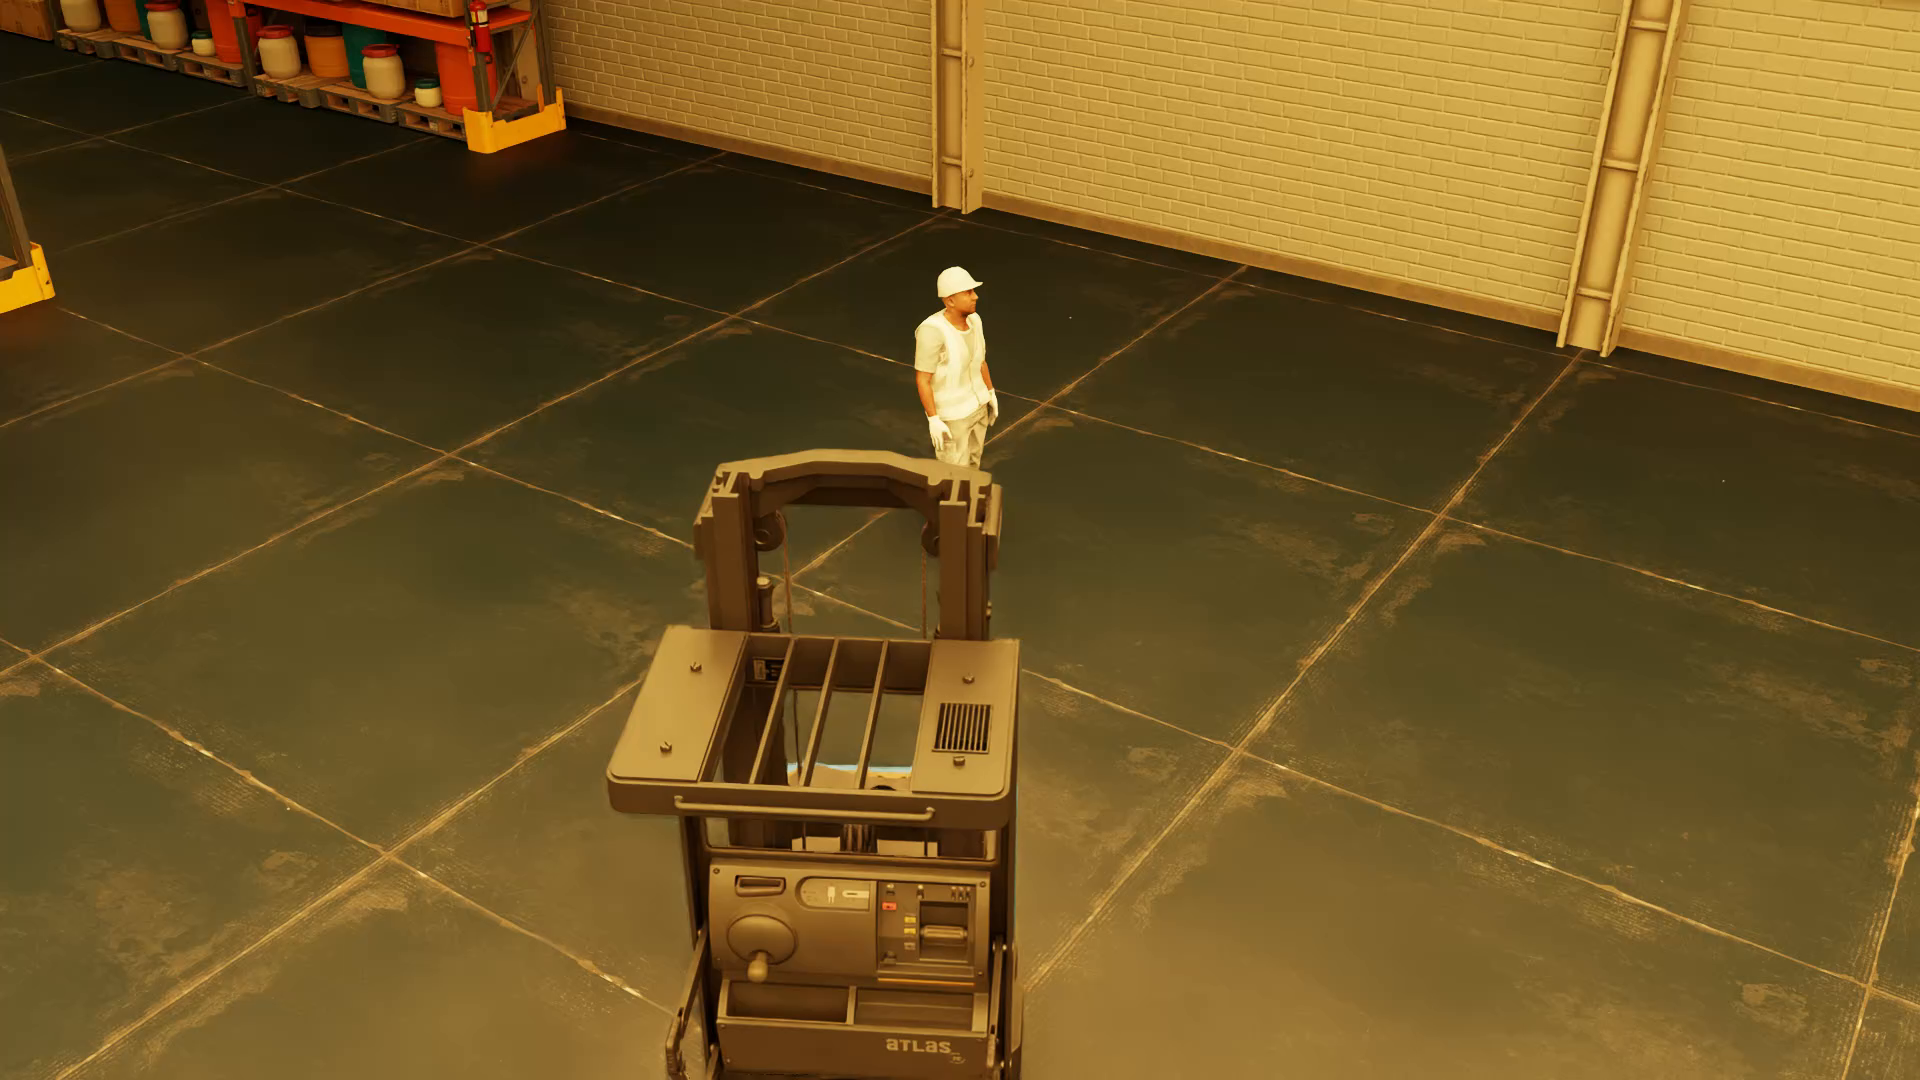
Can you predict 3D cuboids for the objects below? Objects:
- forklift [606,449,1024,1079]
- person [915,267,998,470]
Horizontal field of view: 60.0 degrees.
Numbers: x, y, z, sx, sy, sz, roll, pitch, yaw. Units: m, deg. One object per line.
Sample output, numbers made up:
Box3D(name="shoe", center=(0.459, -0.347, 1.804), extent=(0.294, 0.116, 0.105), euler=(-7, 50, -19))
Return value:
Box3D(name="forklift", center=(-0.380, 1.319, 5.310), extent=(1.130, 2.935, 3.031), euler=(2, 30, 4))
Box3D(name="person", center=(0.054, -0.754, 10.007), extent=(0.577, 1.782, 0.656), euler=(19, 35, 29))
